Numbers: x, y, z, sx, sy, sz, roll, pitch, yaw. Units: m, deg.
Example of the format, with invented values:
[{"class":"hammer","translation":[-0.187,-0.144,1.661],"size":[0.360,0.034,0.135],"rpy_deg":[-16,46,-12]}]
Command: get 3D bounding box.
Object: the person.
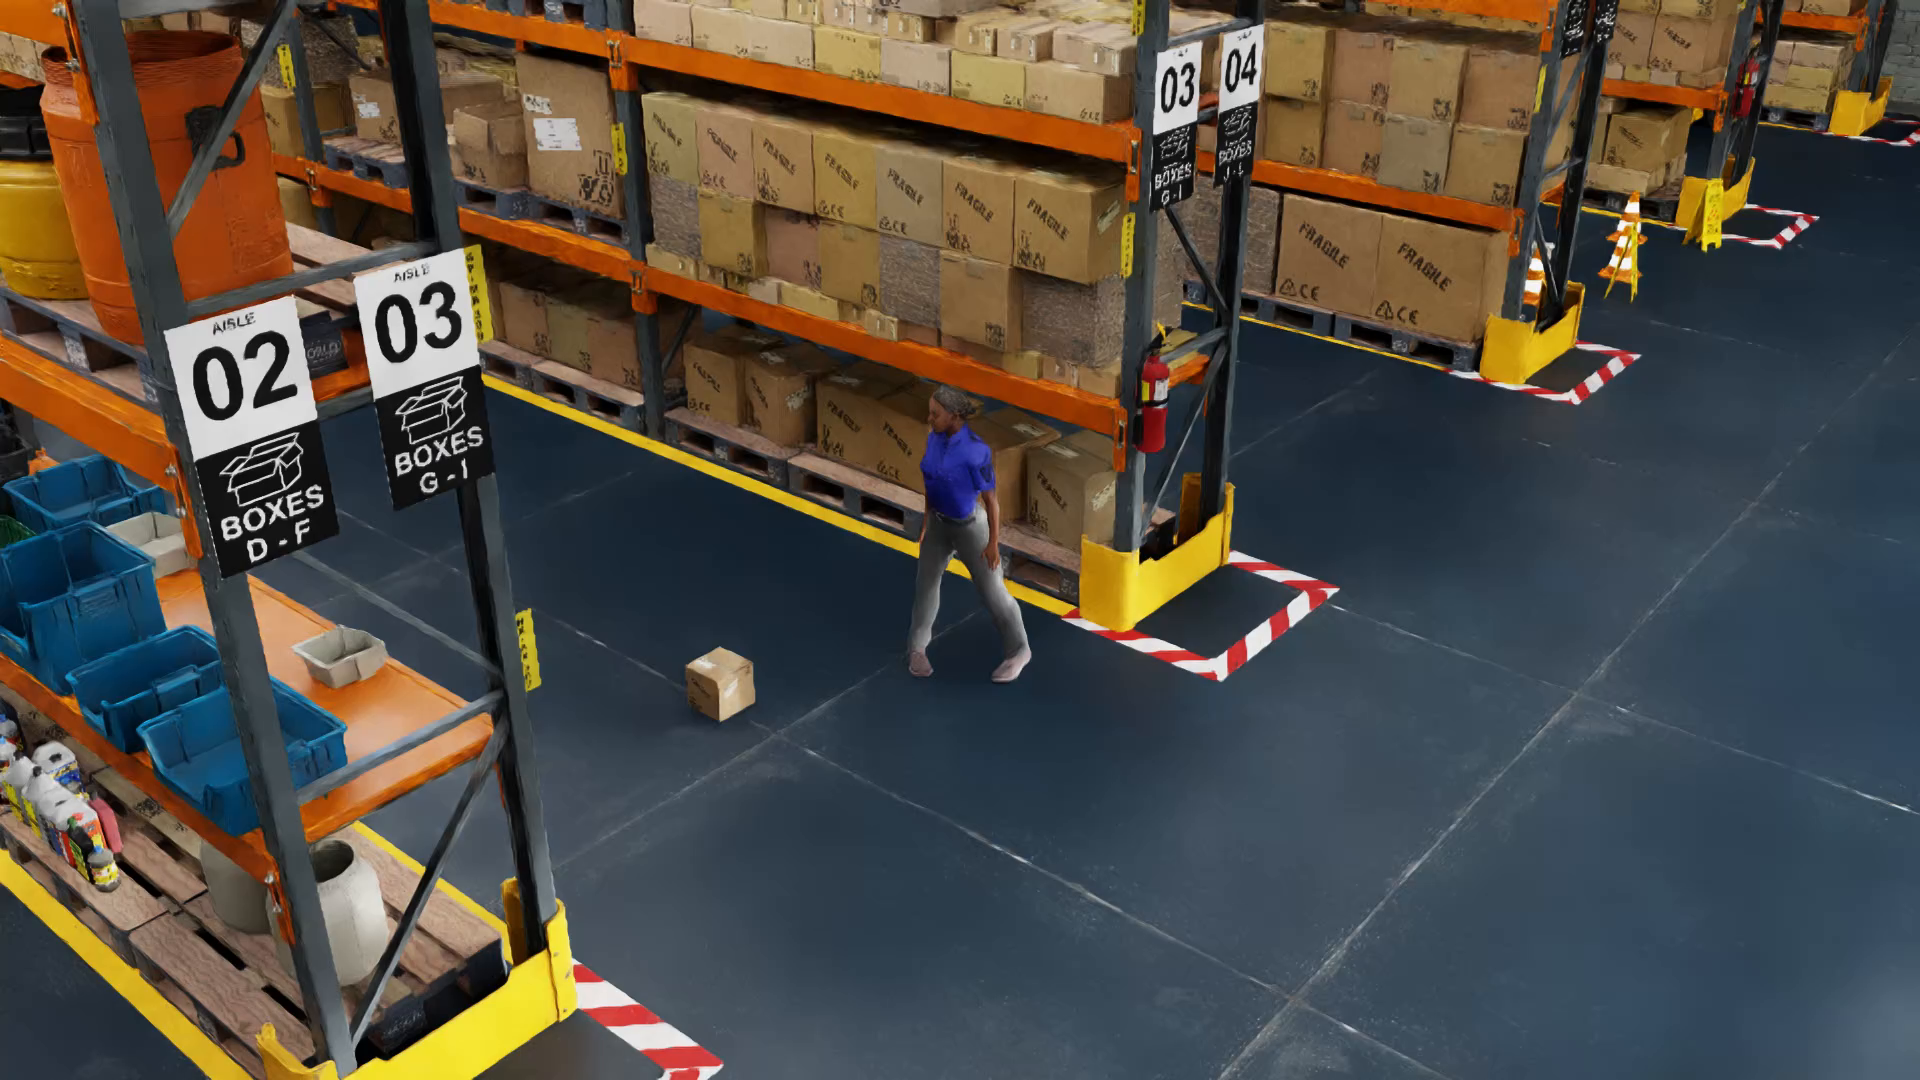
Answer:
[{"class":"person","translation":[0.023,-0.028,8.709],"size":[0.580,1.646,0.575],"rpy_deg":[25,36,39]}]
